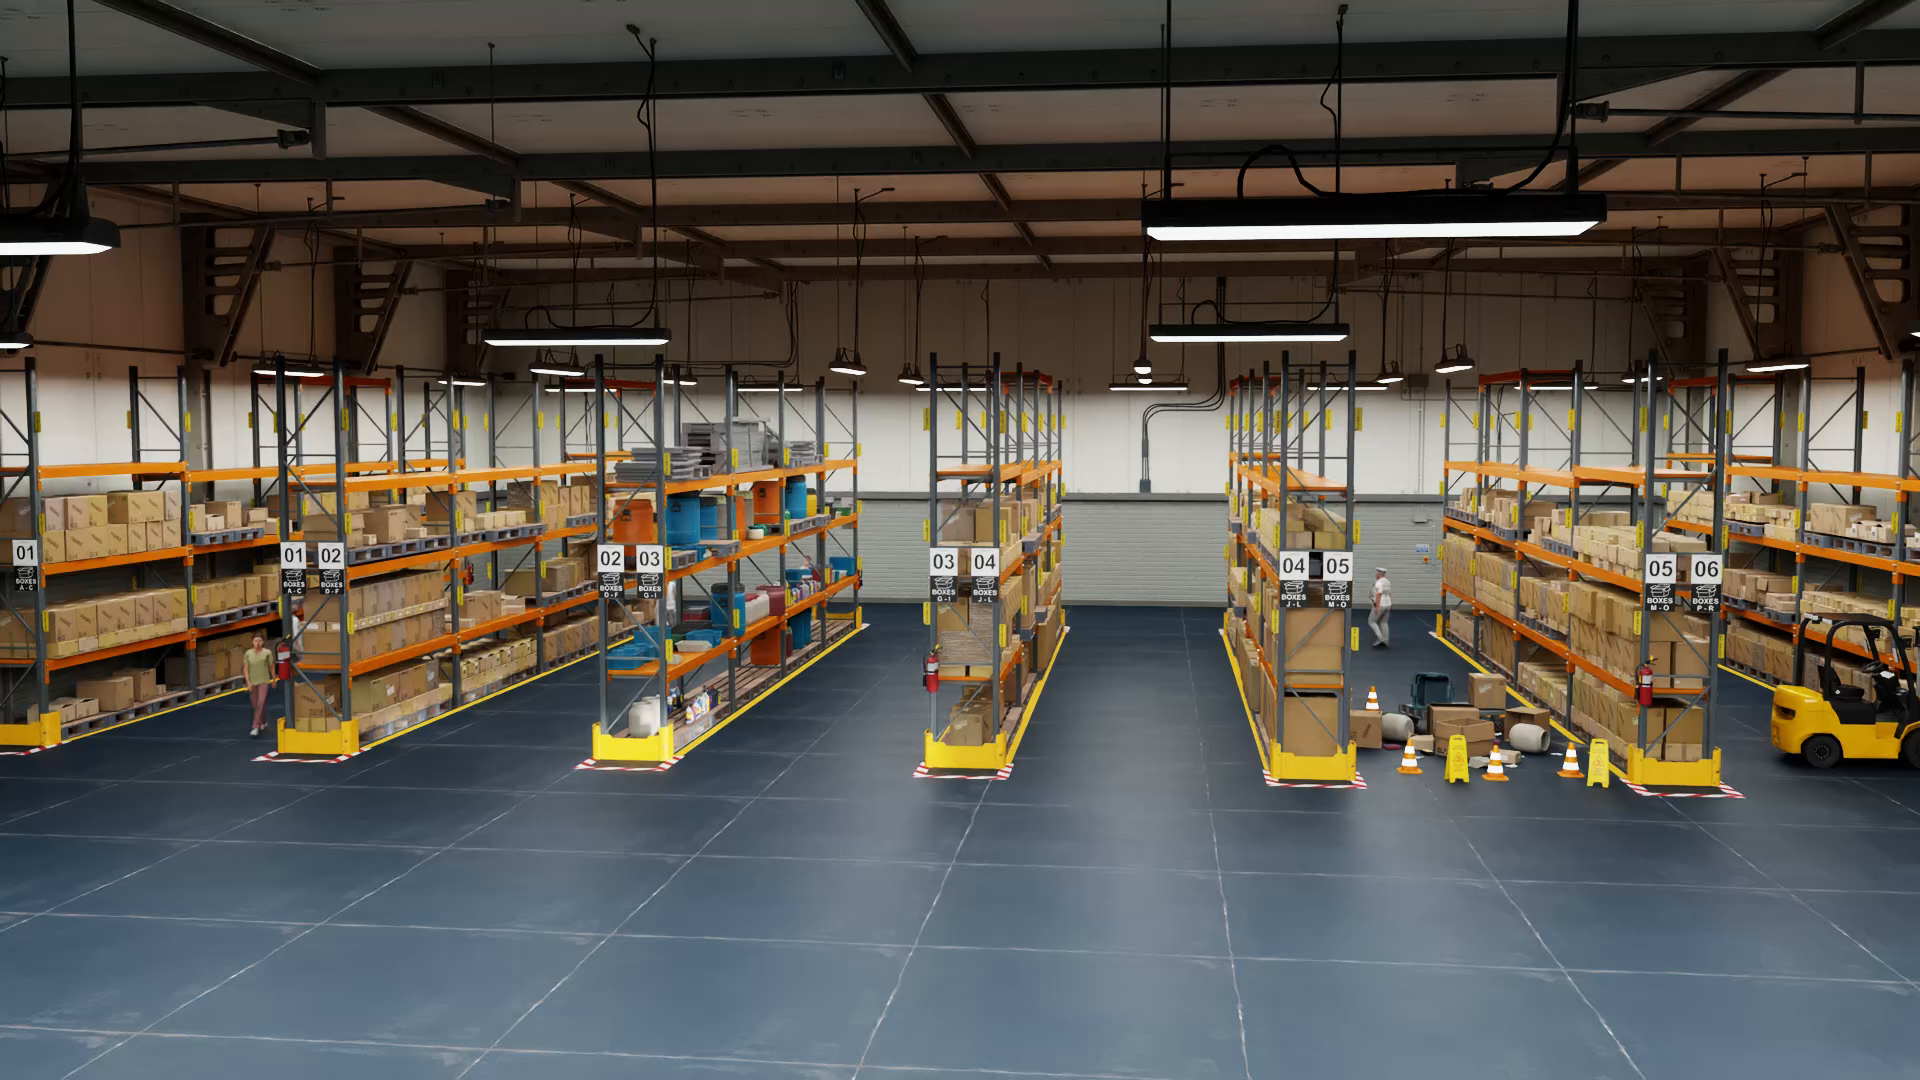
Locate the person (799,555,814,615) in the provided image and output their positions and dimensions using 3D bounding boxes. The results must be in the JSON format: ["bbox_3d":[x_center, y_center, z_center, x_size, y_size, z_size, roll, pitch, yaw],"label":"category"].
[{"bbox_3d":[-3.903,1.201,42.138,0.438,1.623,1.023,2,5,27],"label":"person"}]

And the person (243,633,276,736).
[{"bbox_3d":[-11.260,2.293,26.656,0.451,1.606,1.009,-1,4,-9],"label":"person"}]

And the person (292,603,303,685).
[{"bbox_3d":[-12.577,1.994,31.258,0.450,1.592,0.448,3,5,32],"label":"person"}]

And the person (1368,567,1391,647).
[{"bbox_3d":[9.420,1.502,37.220,0.579,1.790,0.411,-4,6,-44],"label":"person"}]

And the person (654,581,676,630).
[{"bbox_3d":[-6.534,1.511,37.045,0.571,1.739,1.009,0,4,3],"label":"person"}]
